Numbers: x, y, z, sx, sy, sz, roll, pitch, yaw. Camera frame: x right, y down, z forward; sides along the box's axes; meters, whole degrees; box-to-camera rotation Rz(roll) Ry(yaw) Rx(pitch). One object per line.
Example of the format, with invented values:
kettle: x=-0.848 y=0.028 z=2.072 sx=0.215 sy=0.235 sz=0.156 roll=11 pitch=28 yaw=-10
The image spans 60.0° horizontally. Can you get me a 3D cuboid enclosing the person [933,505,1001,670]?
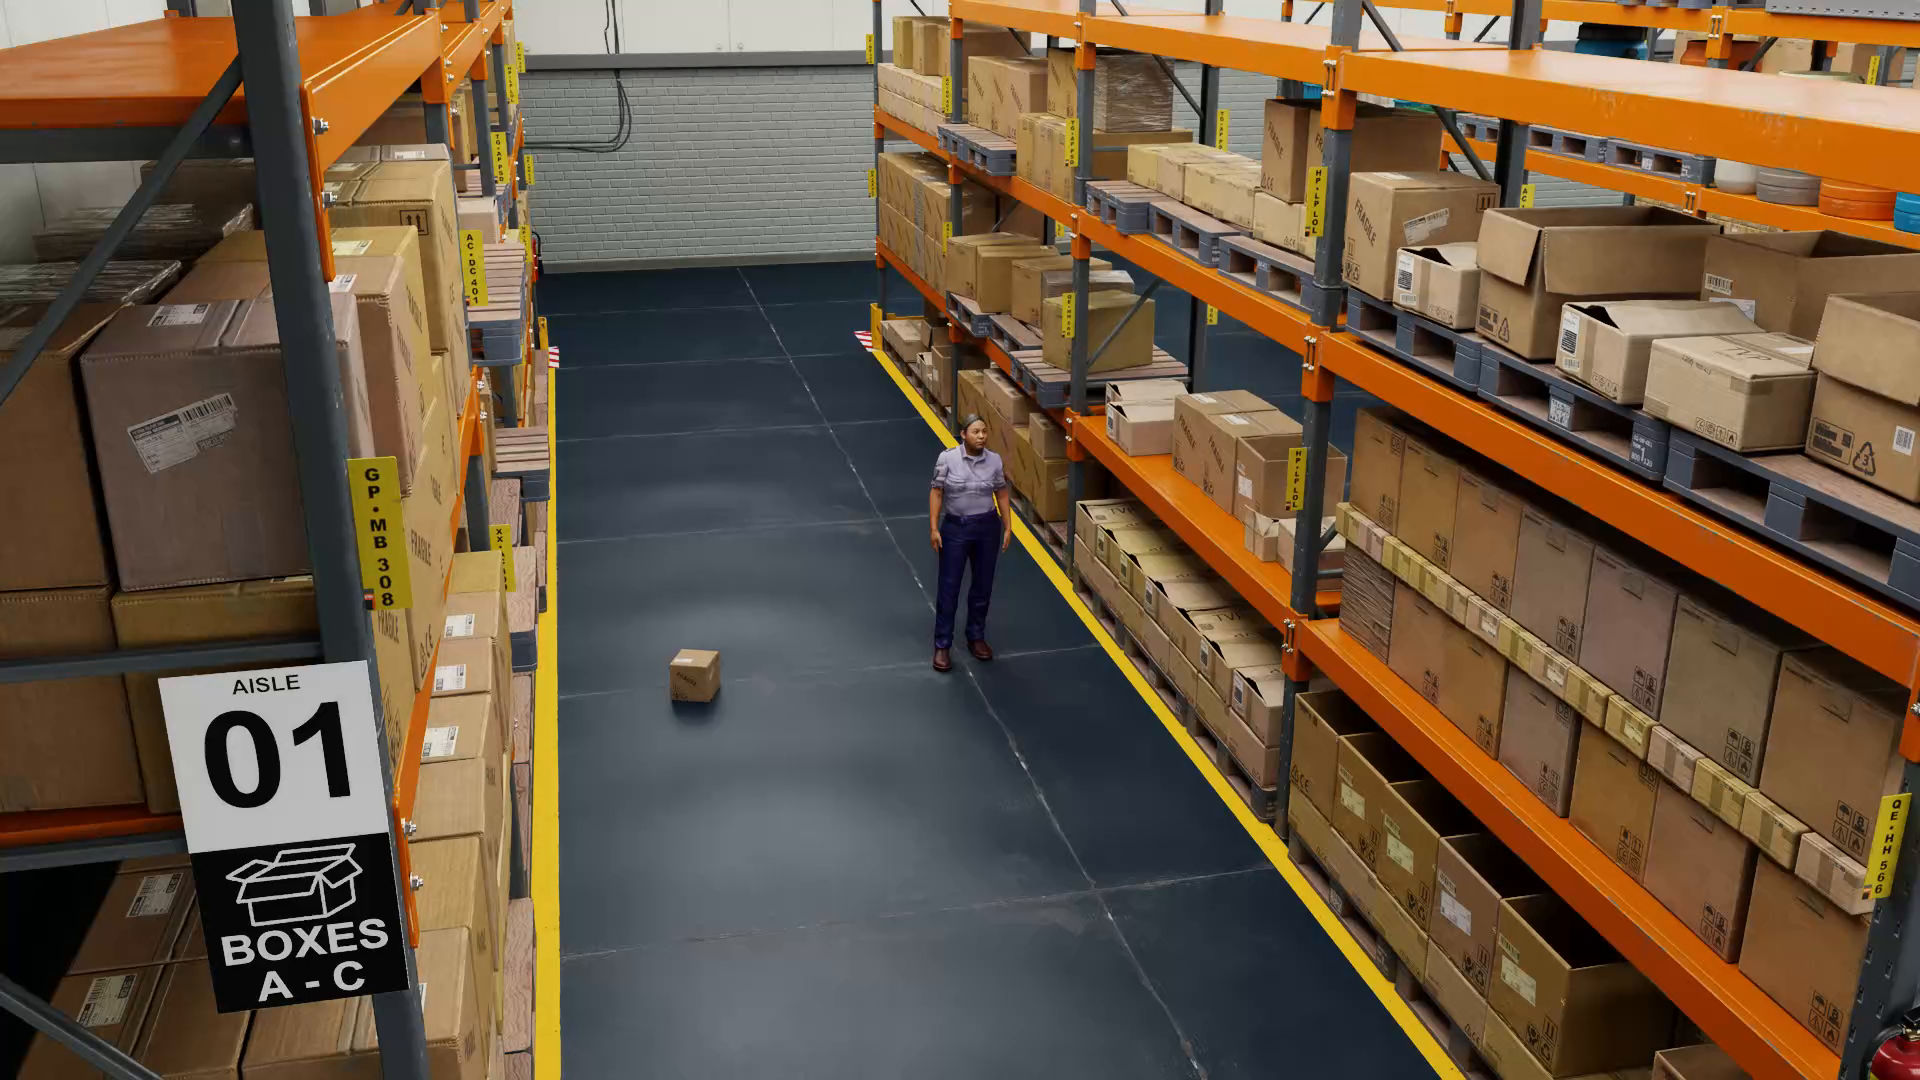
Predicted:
person: x=0.038 y=0.292 z=11.165 sx=0.525 sy=1.029 sz=0.500 roll=-5 pitch=20 yaw=-13
